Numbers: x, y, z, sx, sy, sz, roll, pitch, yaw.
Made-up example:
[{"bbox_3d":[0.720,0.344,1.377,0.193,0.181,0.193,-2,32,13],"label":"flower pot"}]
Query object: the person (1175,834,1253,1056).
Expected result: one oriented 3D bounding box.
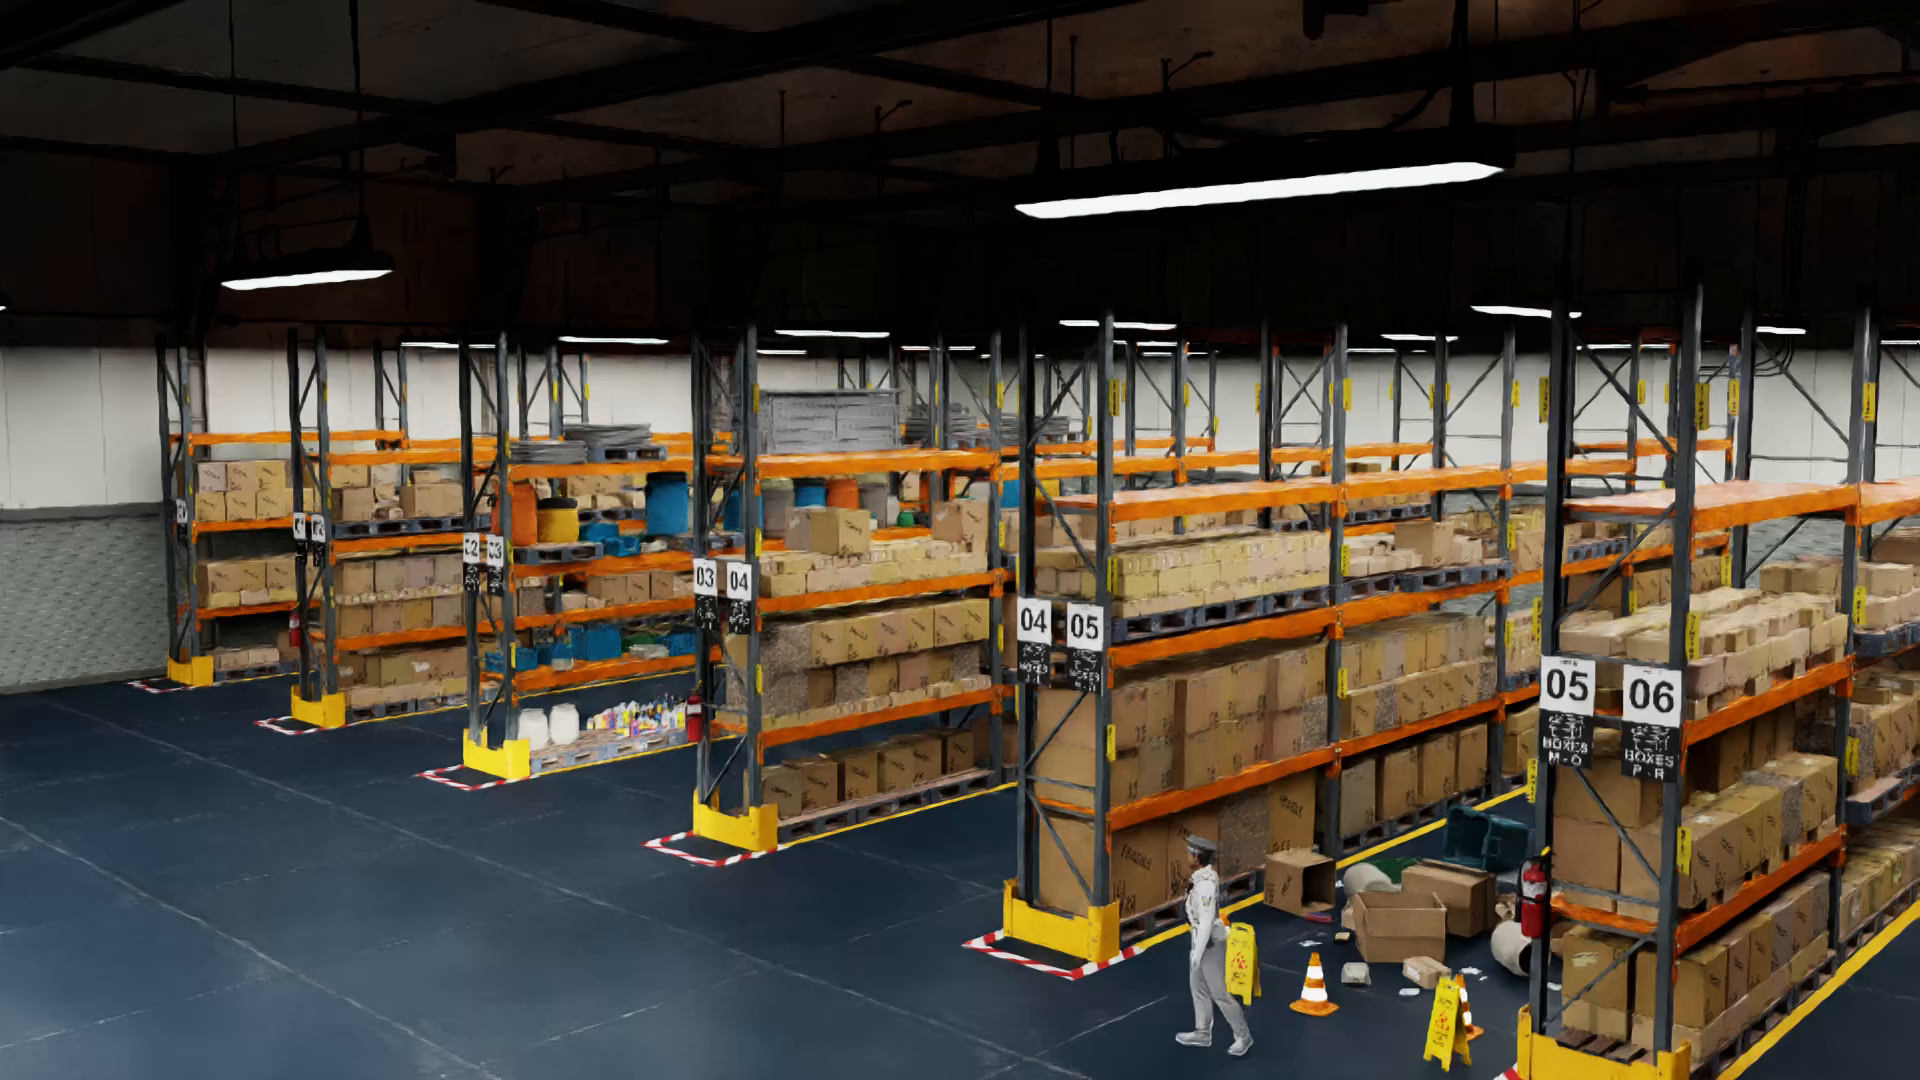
[{"bbox_3d":[1.982,3.129,12.908,0.588,1.658,0.524,0,5,4],"label":"person"}]
